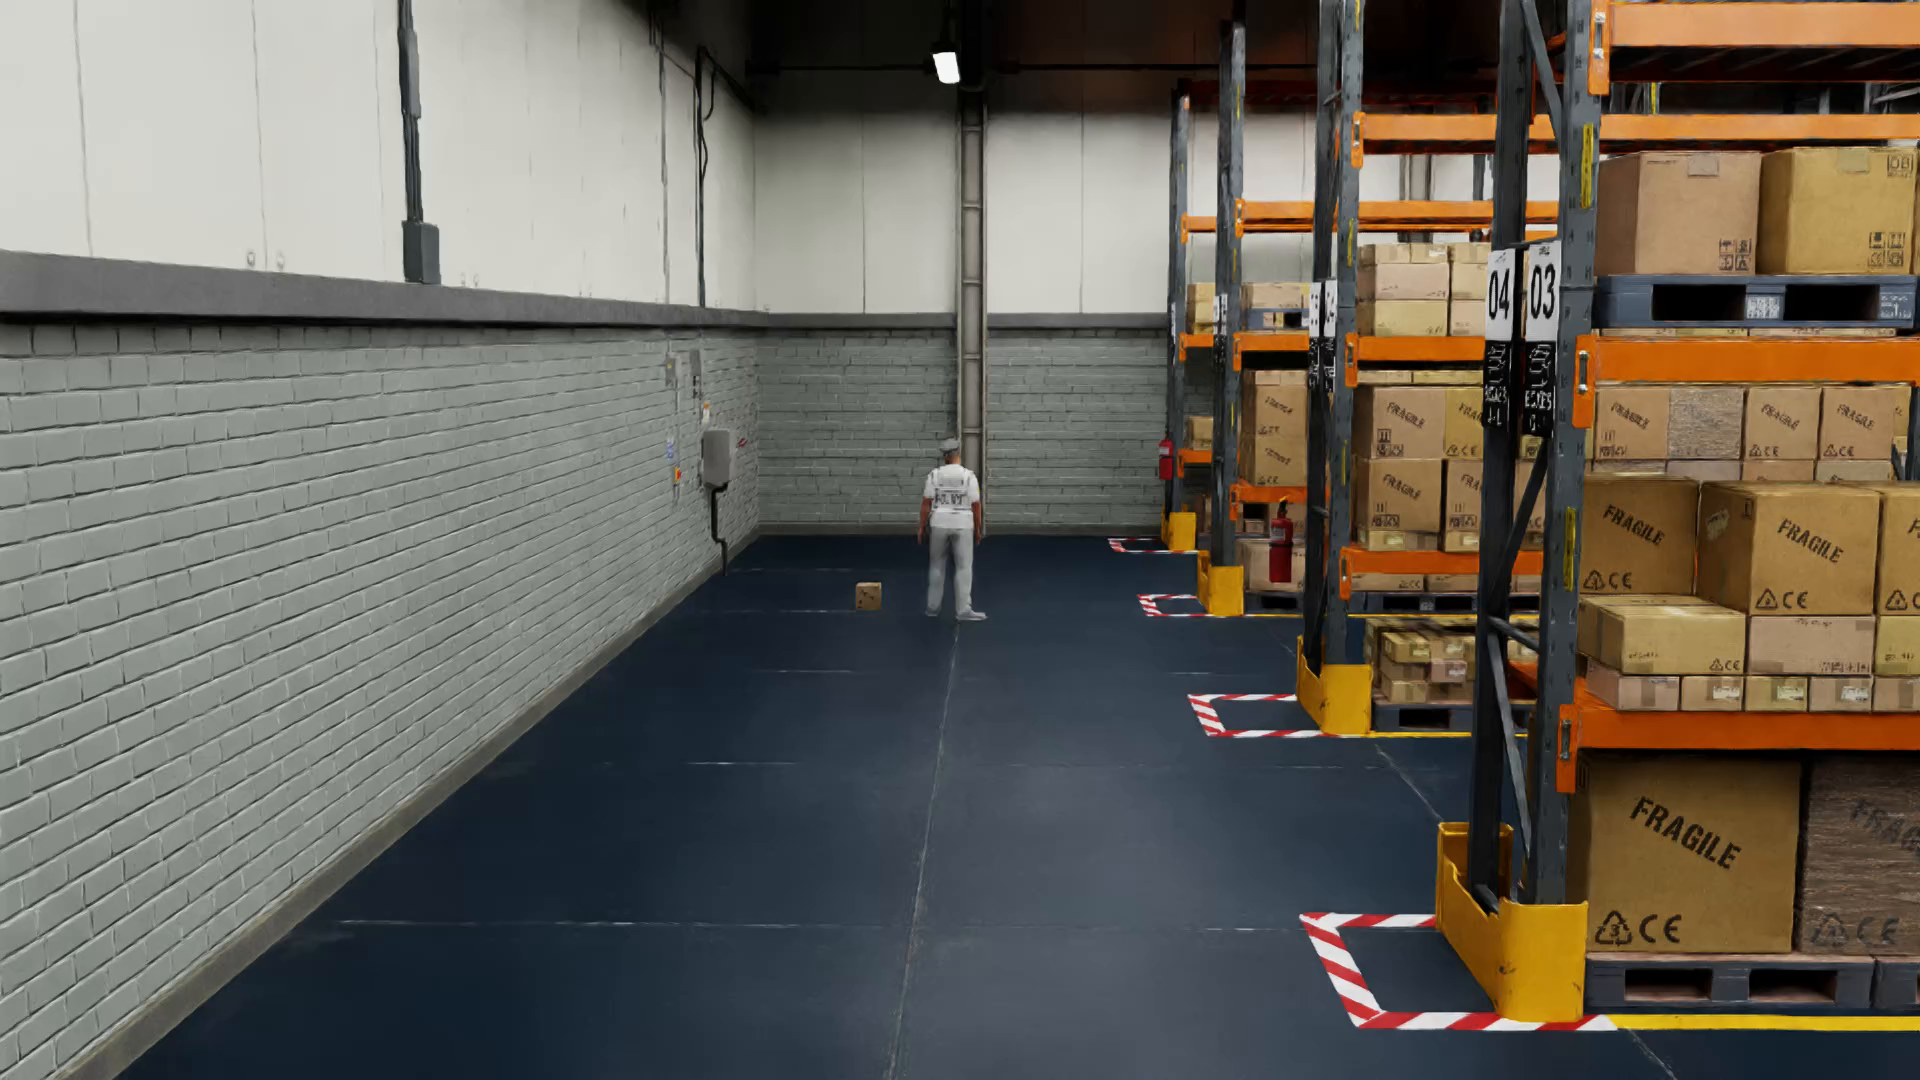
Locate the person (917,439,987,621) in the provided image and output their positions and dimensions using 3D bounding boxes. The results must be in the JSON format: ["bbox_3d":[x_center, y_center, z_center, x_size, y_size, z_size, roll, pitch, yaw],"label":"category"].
[{"bbox_3d":[-0.075,-0.101,16.317,0.691,1.770,0.398,2,7,15],"label":"person"}]
